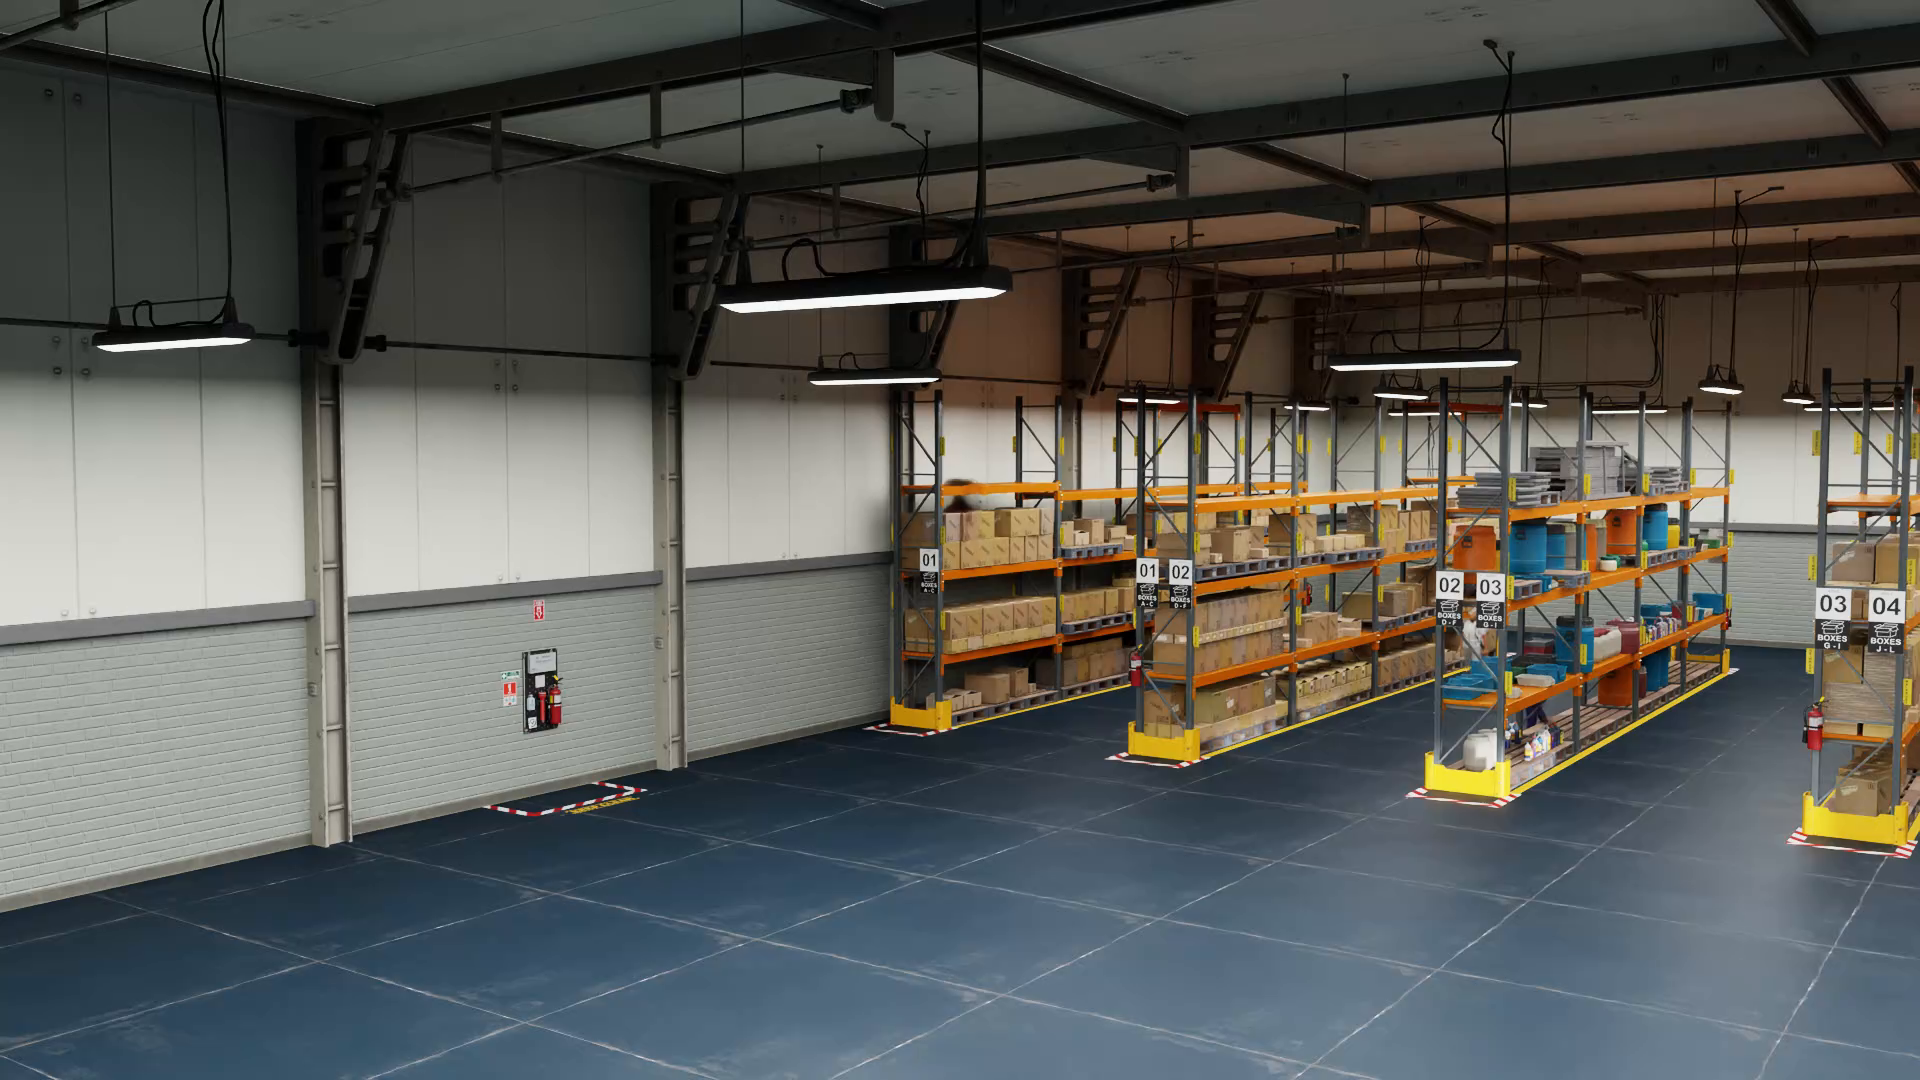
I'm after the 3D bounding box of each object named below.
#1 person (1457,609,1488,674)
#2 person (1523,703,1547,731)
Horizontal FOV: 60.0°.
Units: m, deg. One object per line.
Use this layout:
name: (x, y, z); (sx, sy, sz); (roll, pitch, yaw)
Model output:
person: (10.691, 2.246, 34.600); (0.606, 1.628, 0.927); (3, 4, 38)
person: (9.988, 2.556, 28.947); (0.452, 1.632, 0.575); (3, 4, 40)
